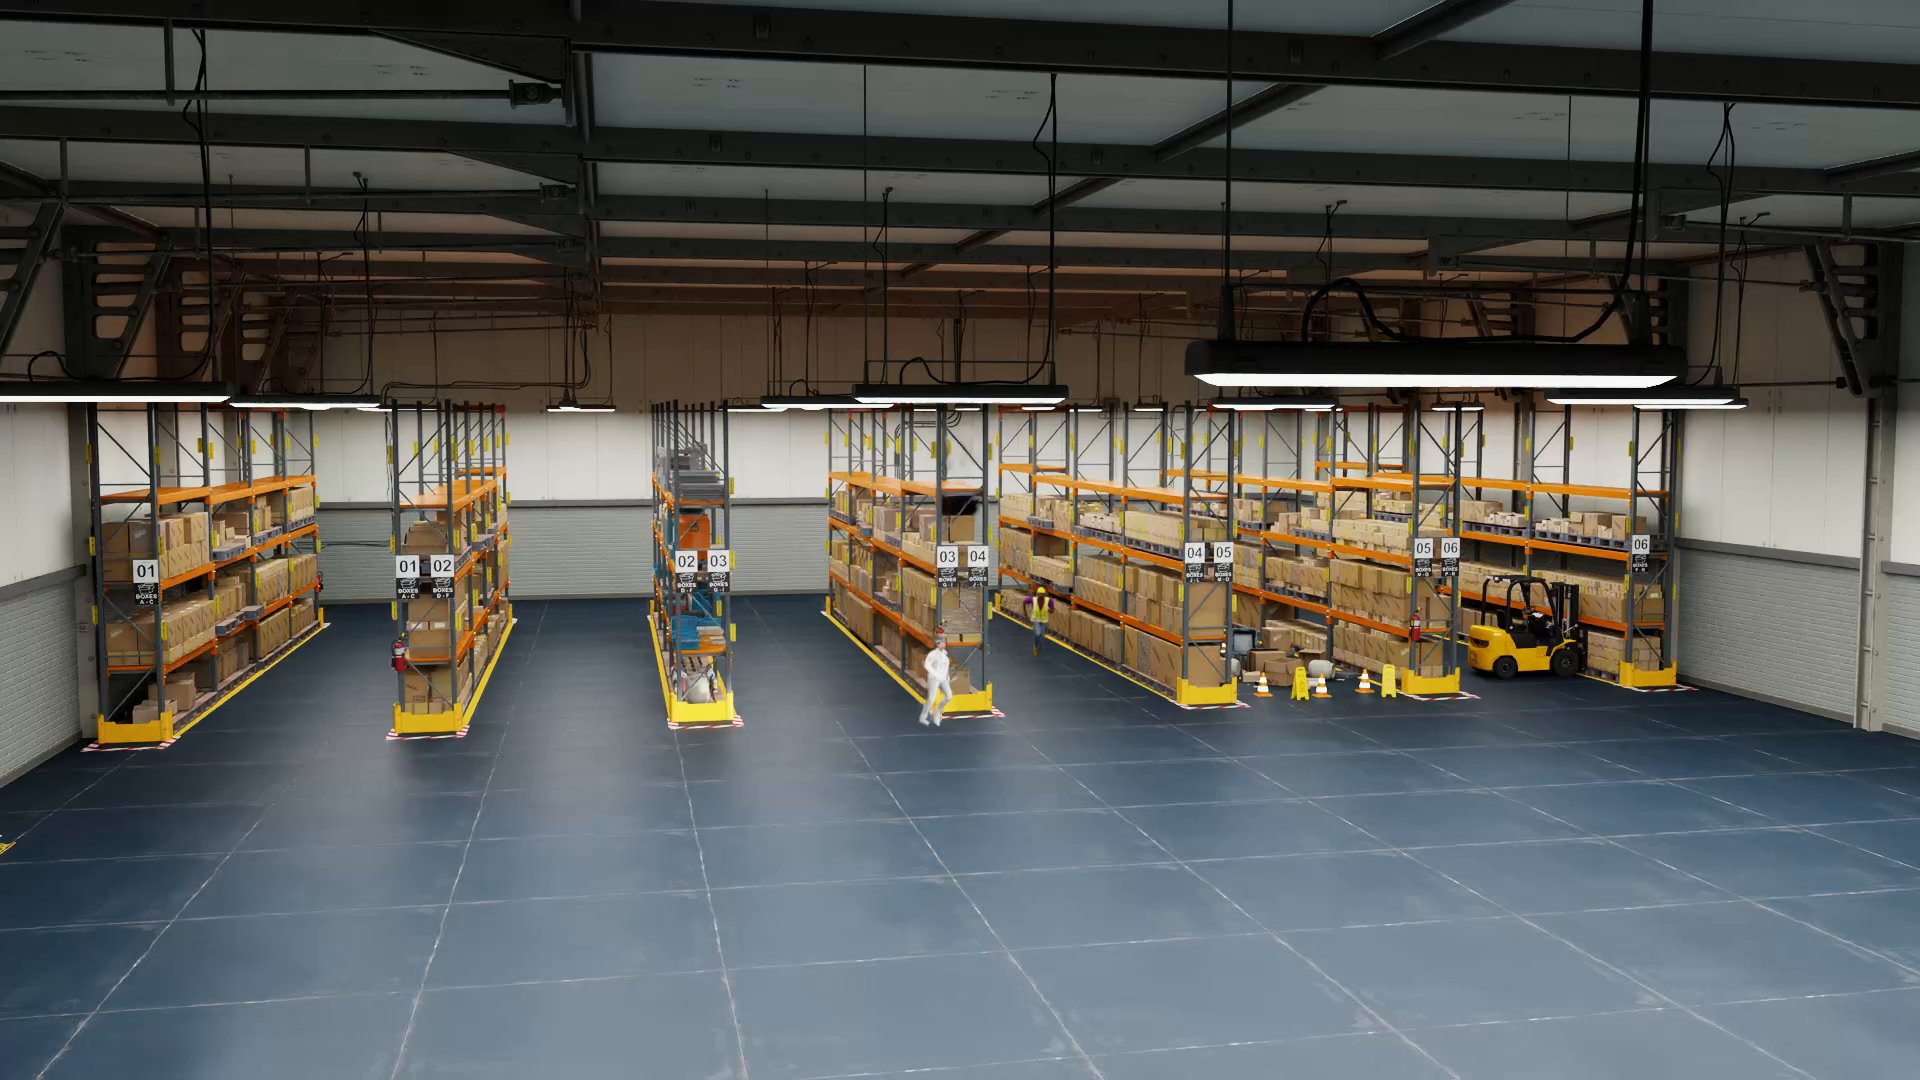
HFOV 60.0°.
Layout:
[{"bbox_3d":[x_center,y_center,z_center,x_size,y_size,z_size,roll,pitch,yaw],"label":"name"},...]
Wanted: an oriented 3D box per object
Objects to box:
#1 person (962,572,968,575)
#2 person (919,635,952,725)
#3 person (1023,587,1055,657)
[{"bbox_3d":[0.042,1.357,47.592,0.540,1.595,0.890,0,4,-3],"label":"person"},{"bbox_3d":[-0.384,2.582,30.753,0.677,1.653,0.604,-4,6,-43],"label":"person"},{"bbox_3d":[1.851,1.927,38.875,0.682,1.679,0.870,-1,4,-13],"label":"person"}]
